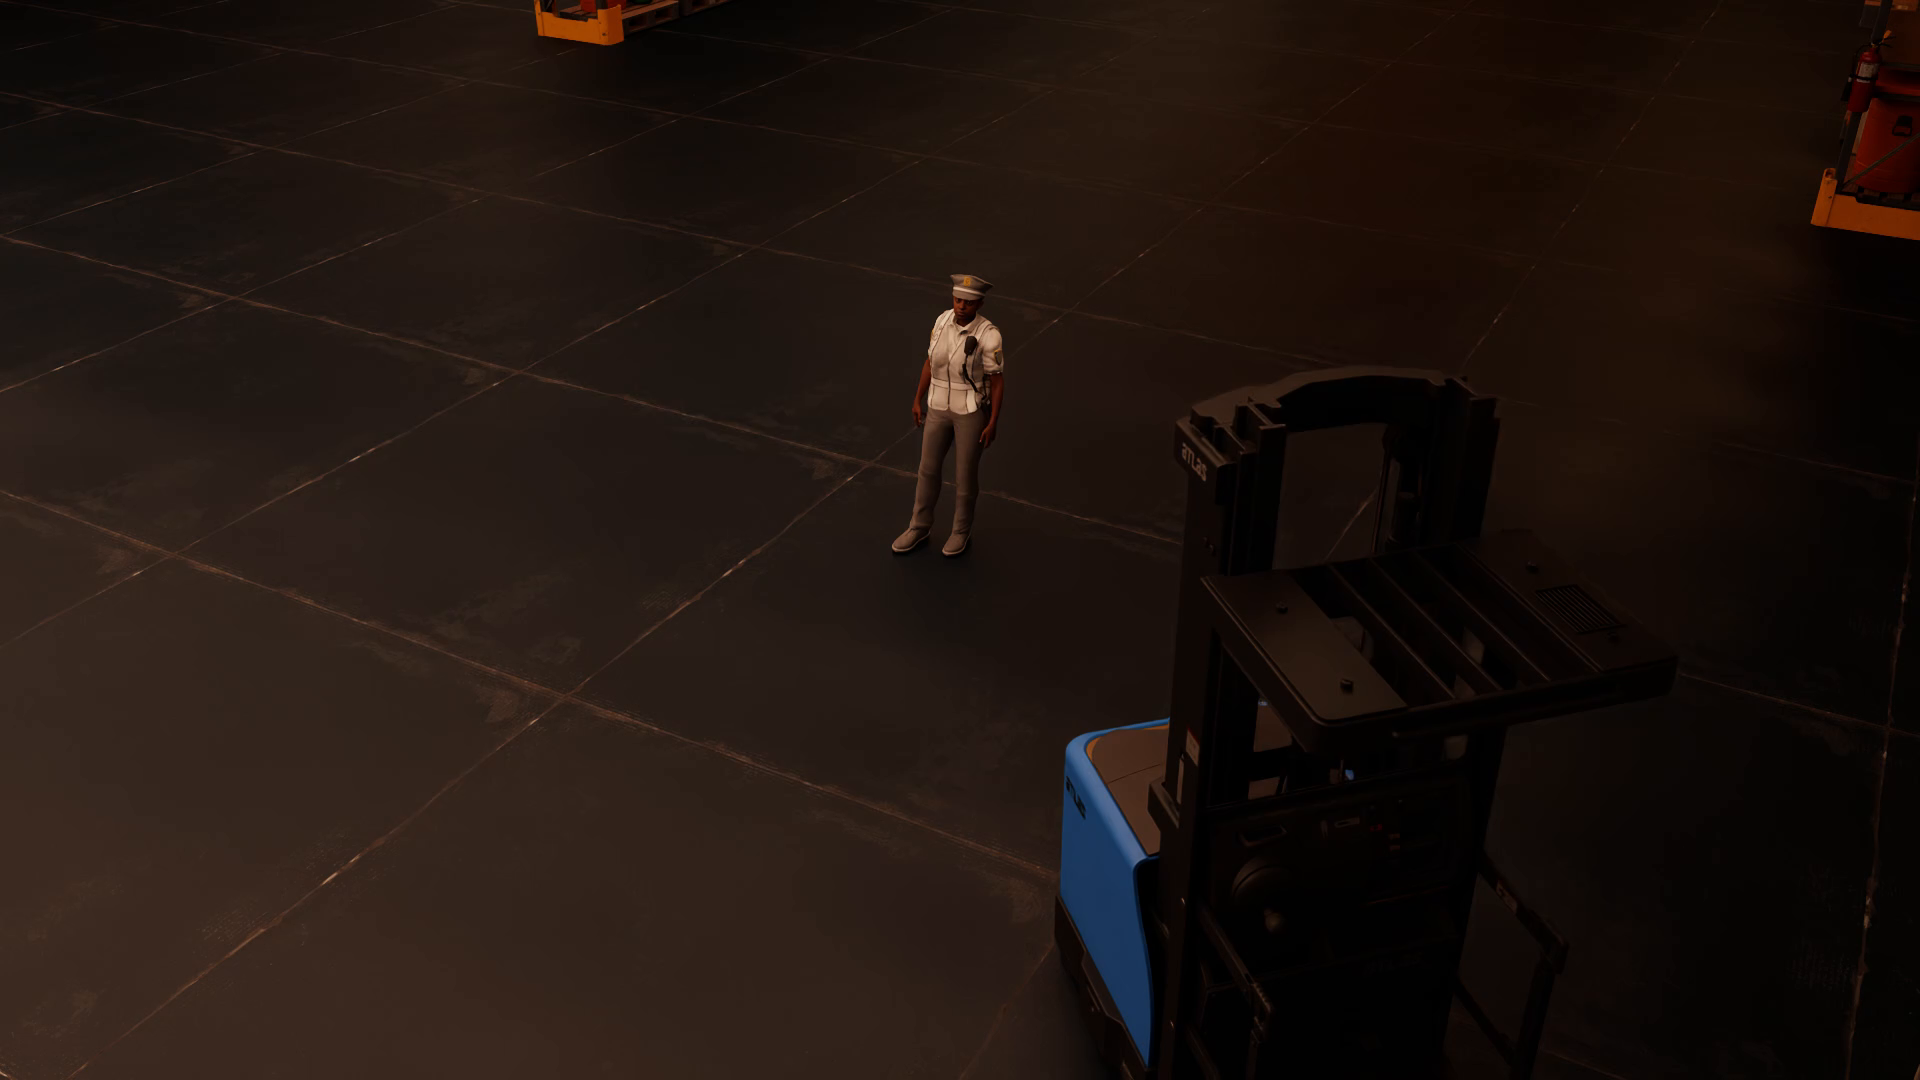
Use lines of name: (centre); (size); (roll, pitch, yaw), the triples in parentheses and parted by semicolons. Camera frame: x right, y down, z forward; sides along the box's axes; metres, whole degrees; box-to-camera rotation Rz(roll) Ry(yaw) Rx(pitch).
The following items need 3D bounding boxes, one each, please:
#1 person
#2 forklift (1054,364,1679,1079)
person: (-0.053, -0.712, 9.526); (0.570, 1.697, 0.528); (15, 33, 25)
forklift: (1.302, 1.067, 5.222); (1.130, 2.935, 3.031); (-8, 31, -14)
